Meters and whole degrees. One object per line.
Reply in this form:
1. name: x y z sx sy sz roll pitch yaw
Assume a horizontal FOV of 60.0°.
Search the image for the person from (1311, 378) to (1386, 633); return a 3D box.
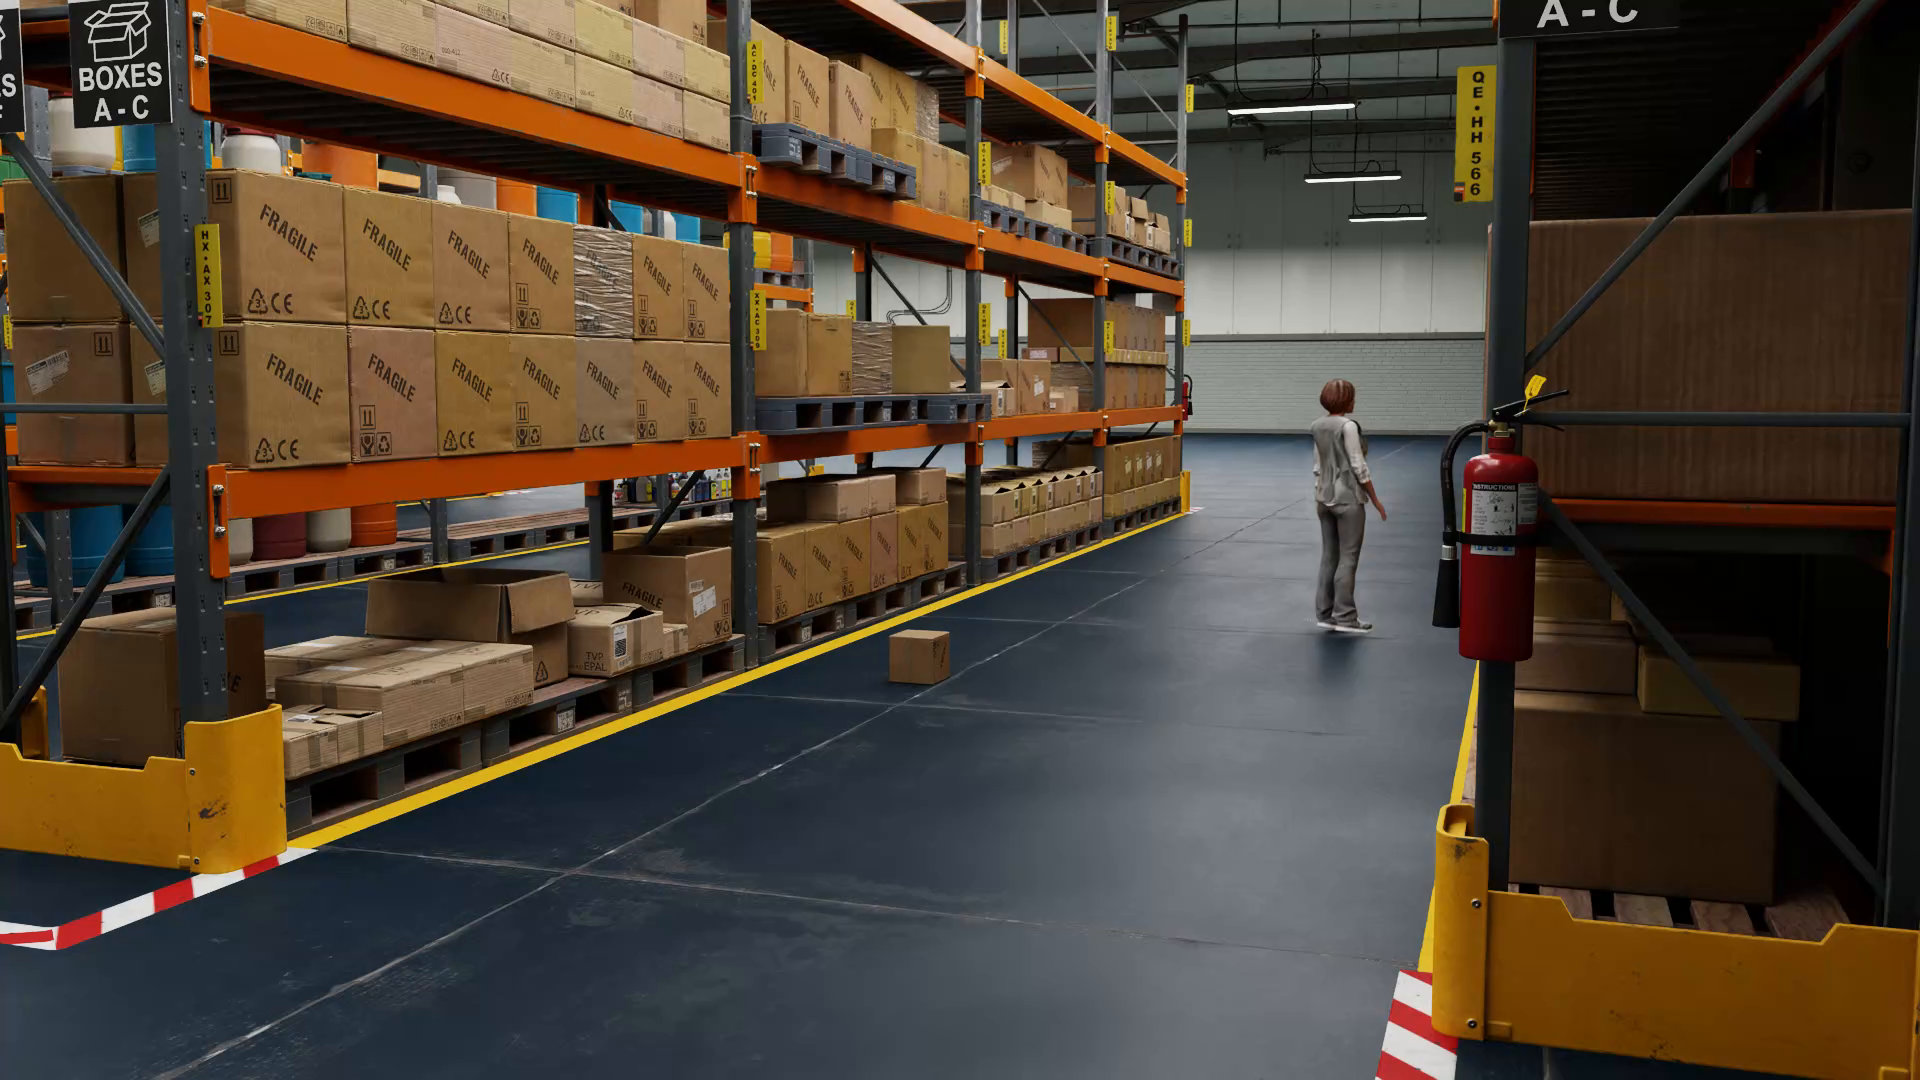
1. person: 2.434 -0.209 10.499 0.350 1.616 0.439 -3 6 -26
